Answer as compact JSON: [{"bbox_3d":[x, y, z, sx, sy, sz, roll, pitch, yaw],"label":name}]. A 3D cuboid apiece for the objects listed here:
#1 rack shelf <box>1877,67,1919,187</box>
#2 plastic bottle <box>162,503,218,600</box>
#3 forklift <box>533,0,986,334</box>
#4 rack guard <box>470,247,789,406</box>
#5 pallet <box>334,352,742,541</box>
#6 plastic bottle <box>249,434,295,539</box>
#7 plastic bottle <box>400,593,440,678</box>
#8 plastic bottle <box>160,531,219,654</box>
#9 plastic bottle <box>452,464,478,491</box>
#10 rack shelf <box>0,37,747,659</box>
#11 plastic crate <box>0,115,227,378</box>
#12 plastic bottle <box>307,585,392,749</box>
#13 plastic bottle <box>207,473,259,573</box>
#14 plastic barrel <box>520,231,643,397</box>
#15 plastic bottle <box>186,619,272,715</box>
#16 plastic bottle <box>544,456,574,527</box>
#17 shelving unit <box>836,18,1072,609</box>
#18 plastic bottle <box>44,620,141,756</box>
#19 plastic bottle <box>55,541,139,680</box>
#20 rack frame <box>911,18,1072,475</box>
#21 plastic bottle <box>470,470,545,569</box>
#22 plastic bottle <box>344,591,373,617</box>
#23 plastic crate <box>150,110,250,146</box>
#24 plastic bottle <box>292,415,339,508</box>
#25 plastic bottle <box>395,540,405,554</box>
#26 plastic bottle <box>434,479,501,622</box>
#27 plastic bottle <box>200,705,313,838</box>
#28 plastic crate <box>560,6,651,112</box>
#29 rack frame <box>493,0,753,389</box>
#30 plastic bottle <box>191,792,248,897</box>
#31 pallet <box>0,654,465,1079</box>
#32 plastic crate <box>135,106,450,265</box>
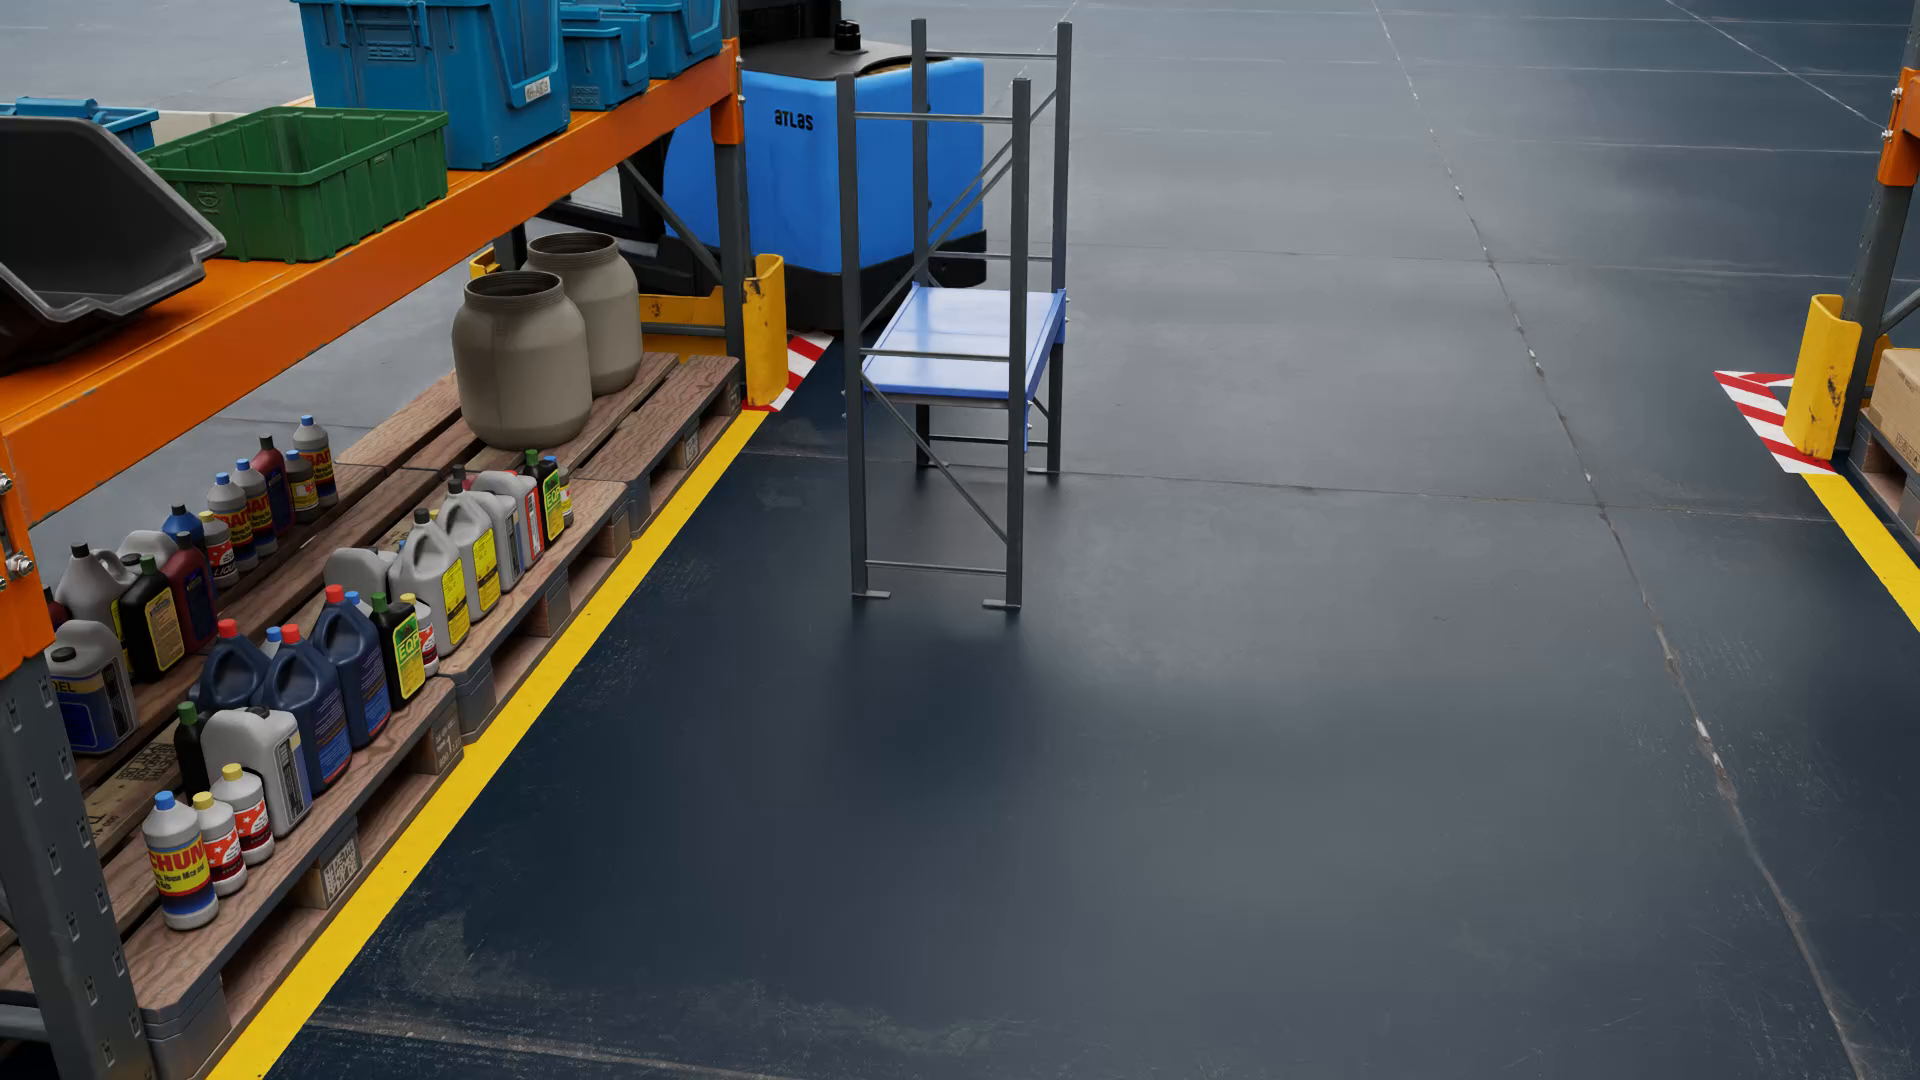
[{"bbox_3d":[3.253,-0.504,3.636,1.077,0.370,4.000,4,25,9],"label":"rack shelf"},{"bbox_3d":[-2.016,0.032,4.342,0.097,0.271,0.097,0,25,0],"label":"plastic bottle"},{"bbox_3d":[-1.343,-2.697,7.554,3.031,2.935,1.130,19,31,35],"label":"forklift"},{"bbox_3d":[-1.272,-0.844,6.462,1.175,0.500,0.348,4,25,9],"label":"rack guard"},{"bbox_3d":[-1.410,-0.373,5.799,1.003,0.211,1.213,4,25,9],"label":"pallet"},{"bbox_3d":[-1.965,-0.150,4.716,0.061,0.283,0.133,4,25,9],"label":"plastic bottle"},{"bbox_3d":[-1.319,0.226,4.011,0.097,0.201,0.097,0,25,0],"label":"plastic bottle"},{"bbox_3d":[-1.919,0.128,4.123,0.061,0.283,0.133,4,25,9],"label":"plastic bottle"},{"bbox_3d":[-1.347,-0.085,4.578,0.061,0.283,0.133,4,25,9],"label":"plastic bottle"},{"bbox_3d":[-1.633,-0.848,4.373,1.077,0.370,4.000,4,25,9],"label":"rack shelf"},{"bbox_3d":[-1.749,-0.520,2.895,0.767,0.338,0.504,4,25,9],"label":"plastic crate"},{"bbox_3d":[-1.388,0.275,3.730,0.144,0.351,0.185,3,25,6],"label":"plastic bottle"},{"bbox_3d":[-1.983,-0.052,4.523,0.097,0.271,0.097,0,25,0],"label":"plastic bottle"},{"bbox_3d":[-1.339,-0.794,5.846,0.421,0.512,0.421,0,25,0],"label":"plastic barrel"},{"bbox_3d":[-1.561,0.344,3.583,0.144,0.351,0.185,4,25,9],"label":"plastic bottle"},{"bbox_3d":[-1.174,-0.144,4.801,0.097,0.201,0.097,0,25,0],"label":"plastic bottle"},{"bbox_3d":[0.014,-0.715,5.008,0.538,1.500,1.048,4,25,9],"label":"shelving unit"},{"bbox_3d":[-1.958,0.327,3.708,0.152,0.276,0.135,4,25,9],"label":"plastic bottle"},{"bbox_3d":[-2.055,0.158,3.980,0.144,0.351,0.185,4,25,8],"label":"plastic bottle"},{"bbox_3d":[0.097,-0.928,5.462,0.500,1.500,0.032,4,25,9],"label":"rack frame"},{"bbox_3d":[-1.242,-0.074,4.564,0.152,0.276,0.135,4,25,9],"label":"plastic bottle"},{"bbox_3d":[-1.401,0.247,3.884,0.097,0.271,0.097,0,25,0],"label":"plastic bottle"},{"bbox_3d":[-1.945,-0.915,3.978,0.530,0.136,0.437,4,25,9],"label":"plastic crate"},{"bbox_3d":[-1.910,-0.238,4.919,0.097,0.271,0.097,0,25,0],"label":"plastic bottle"},{"bbox_3d":[-1.414,0.097,4.286,0.097,0.201,0.097,0,25,0],"label":"plastic bottle"},{"bbox_3d":[-1.288,0.019,4.276,0.144,0.351,0.185,5,26,11],"label":"plastic bottle"},{"bbox_3d":[-1.450,0.457,3.430,0.152,0.276,0.135,5,26,10],"label":"plastic bottle"},{"bbox_3d":[-1.205,-1.442,4.968,0.499,0.251,0.408,4,25,9],"label":"plastic crate"},{"bbox_3d":[-1.306,-2.011,6.007,1.000,3.000,0.127,4,25,9],"label":"rack frame"},{"bbox_3d":[-1.459,0.585,3.244,0.097,0.201,0.097,0,25,0],"label":"plastic bottle"},{"bbox_3d":[-1.809,0.647,3.618,1.003,0.211,1.213,4,25,9],"label":"pallet"},{"bbox_3d":[-1.460,-0.790,3.649,0.450,0.188,0.662,4,25,9],"label":"plastic crate"}]
